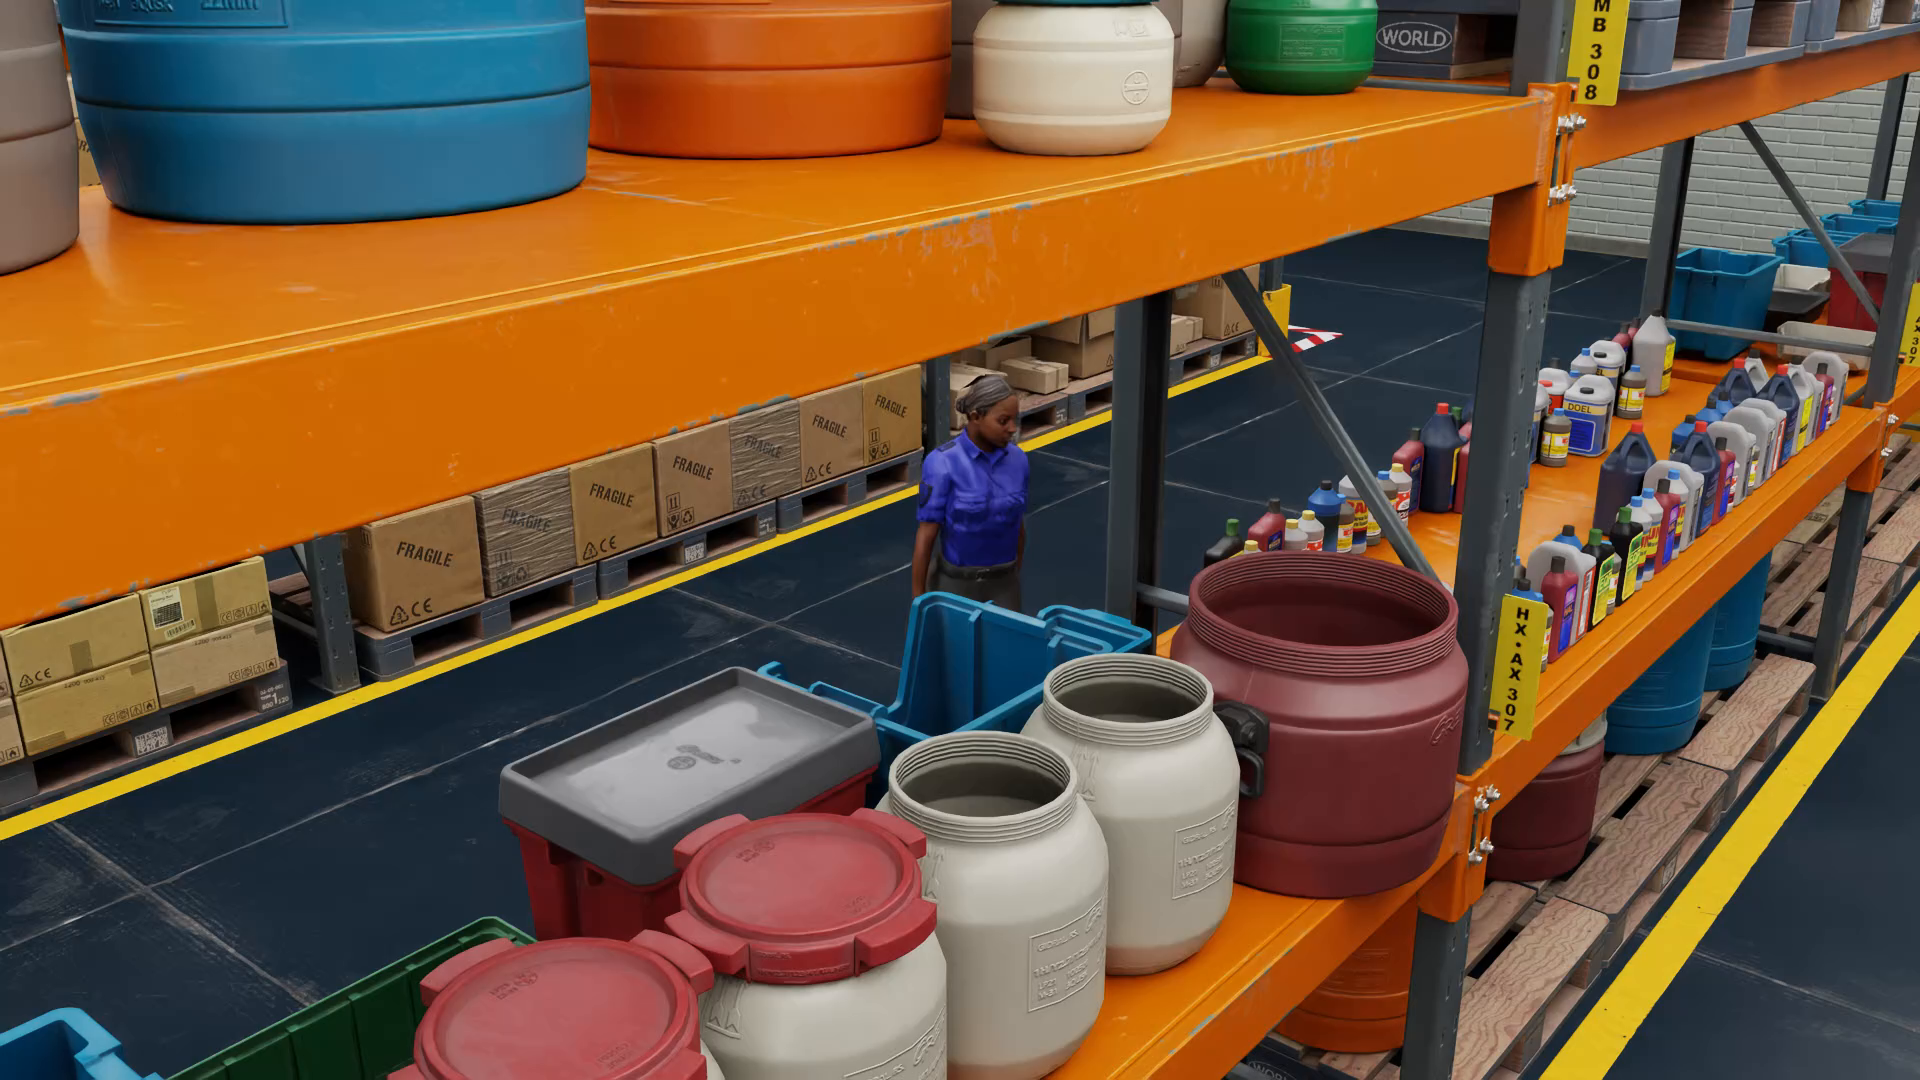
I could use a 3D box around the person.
[{"bbox_3d":[0.007,0.185,6.066,0.519,1.637,0.805,-9,22,-22],"label":"person"}]
